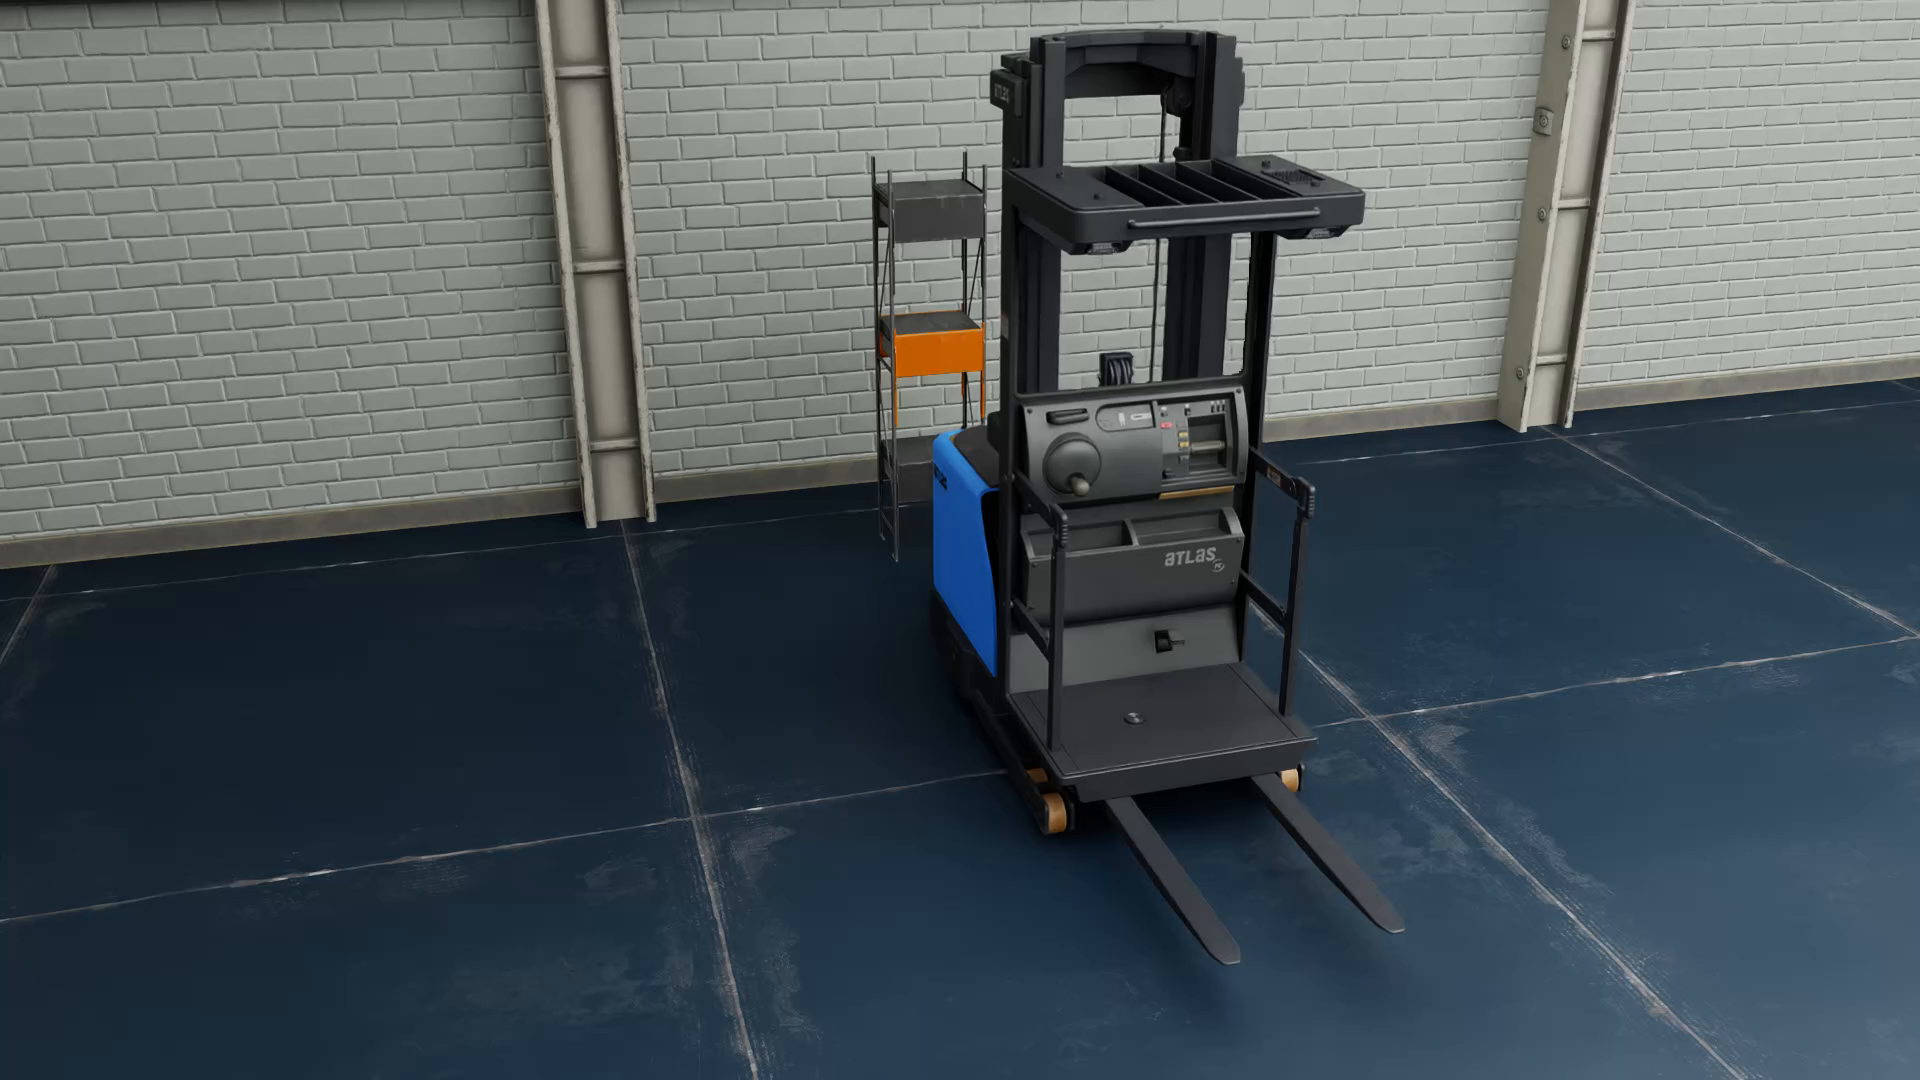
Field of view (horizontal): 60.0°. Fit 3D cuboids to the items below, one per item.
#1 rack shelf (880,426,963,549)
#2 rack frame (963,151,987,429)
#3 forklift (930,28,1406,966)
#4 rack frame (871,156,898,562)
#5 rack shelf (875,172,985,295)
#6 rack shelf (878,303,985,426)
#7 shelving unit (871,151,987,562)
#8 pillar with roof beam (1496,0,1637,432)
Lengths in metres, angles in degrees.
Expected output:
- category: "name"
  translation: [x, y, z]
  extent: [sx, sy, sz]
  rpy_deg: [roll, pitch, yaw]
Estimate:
- category: "rack shelf"
  translation: [-0.159, -0.291, 9.076]
  extent: [0.480, 0.518, 0.431]
  rpy_deg: [-6, 24, -14]
- category: "rack frame"
  translation: [0.076, -0.973, 8.855]
  extent: [0.015, 2.100, 0.400]
  rpy_deg: [-6, 24, -14]
- category: "forklift"
  translation: [0.761, -0.361, 6.374]
  extent: [1.130, 2.935, 3.031]
  rpy_deg: [-7, 24, -15]
- category: "rack frame"
  translation: [-0.394, -0.921, 8.734]
  extent: [0.015, 2.100, 0.400]
  rpy_deg: [-6, 24, -14]
- category: "rack shelf"
  translation: [-0.159, -1.578, 8.524]
  extent: [0.480, 0.518, 0.431]
  rpy_deg: [-6, 24, -14]
- category: "rack shelf"
  translation: [-0.159, -0.935, 8.800]
  extent: [0.480, 0.518, 0.431]
  rpy_deg: [-6, 24, -14]
- category: "shelving unit"
  translation: [-0.159, -0.947, 8.795]
  extent: [0.503, 2.100, 0.431]
  rpy_deg: [-6, 24, -14]
- category: "pillar with roof beam"
  translation: [4.976, -3.285, 5.494]
  extent: [0.400, 9.000, 9.100]
  rpy_deg: [-6, 24, -14]
